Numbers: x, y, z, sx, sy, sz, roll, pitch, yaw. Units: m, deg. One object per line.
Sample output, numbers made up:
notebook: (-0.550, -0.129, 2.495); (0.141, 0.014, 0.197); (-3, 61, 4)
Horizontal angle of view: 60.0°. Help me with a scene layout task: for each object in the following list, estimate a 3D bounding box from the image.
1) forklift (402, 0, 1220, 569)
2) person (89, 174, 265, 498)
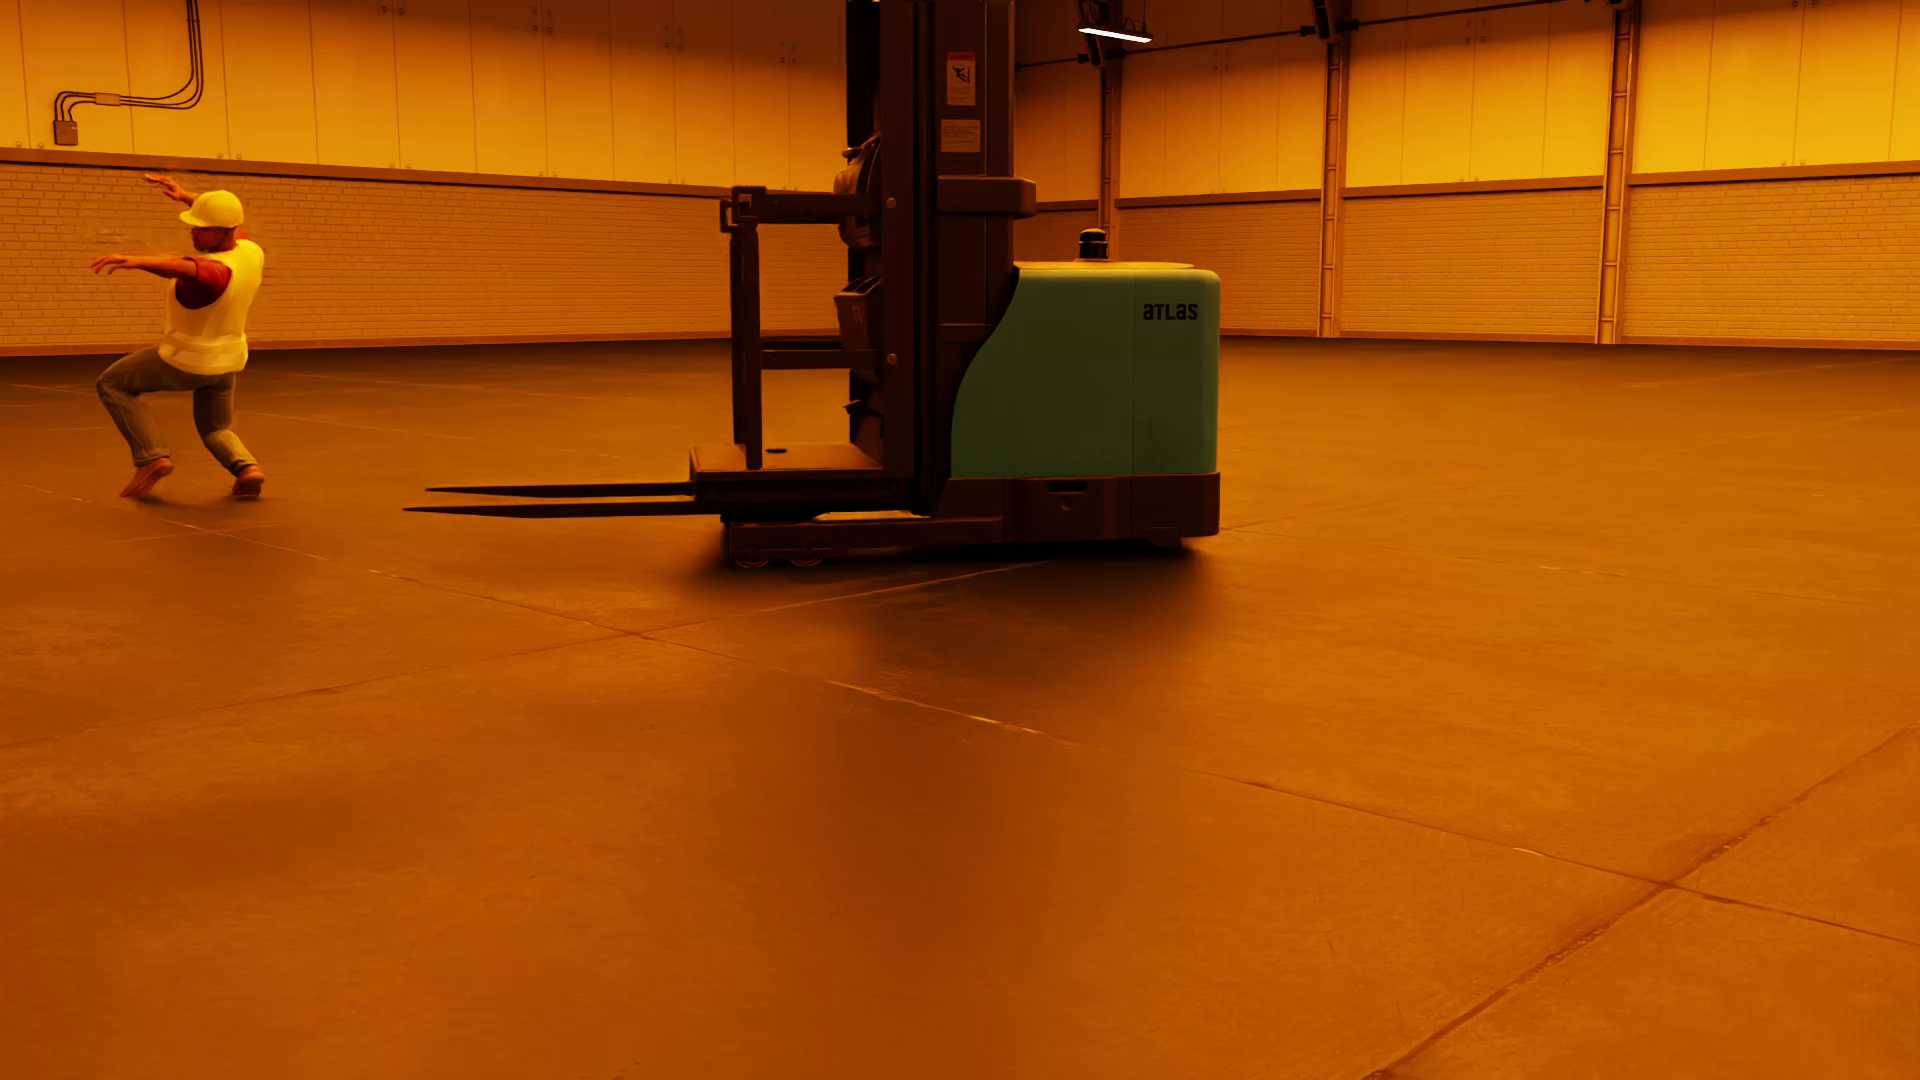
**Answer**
forklift: (-0.571, -1.430, 6.368); (3.031, 2.935, 1.130); (-2, 9, -10)
person: (-3.834, -0.924, 7.794); (0.884, 1.576, 1.128); (3, 9, 20)
